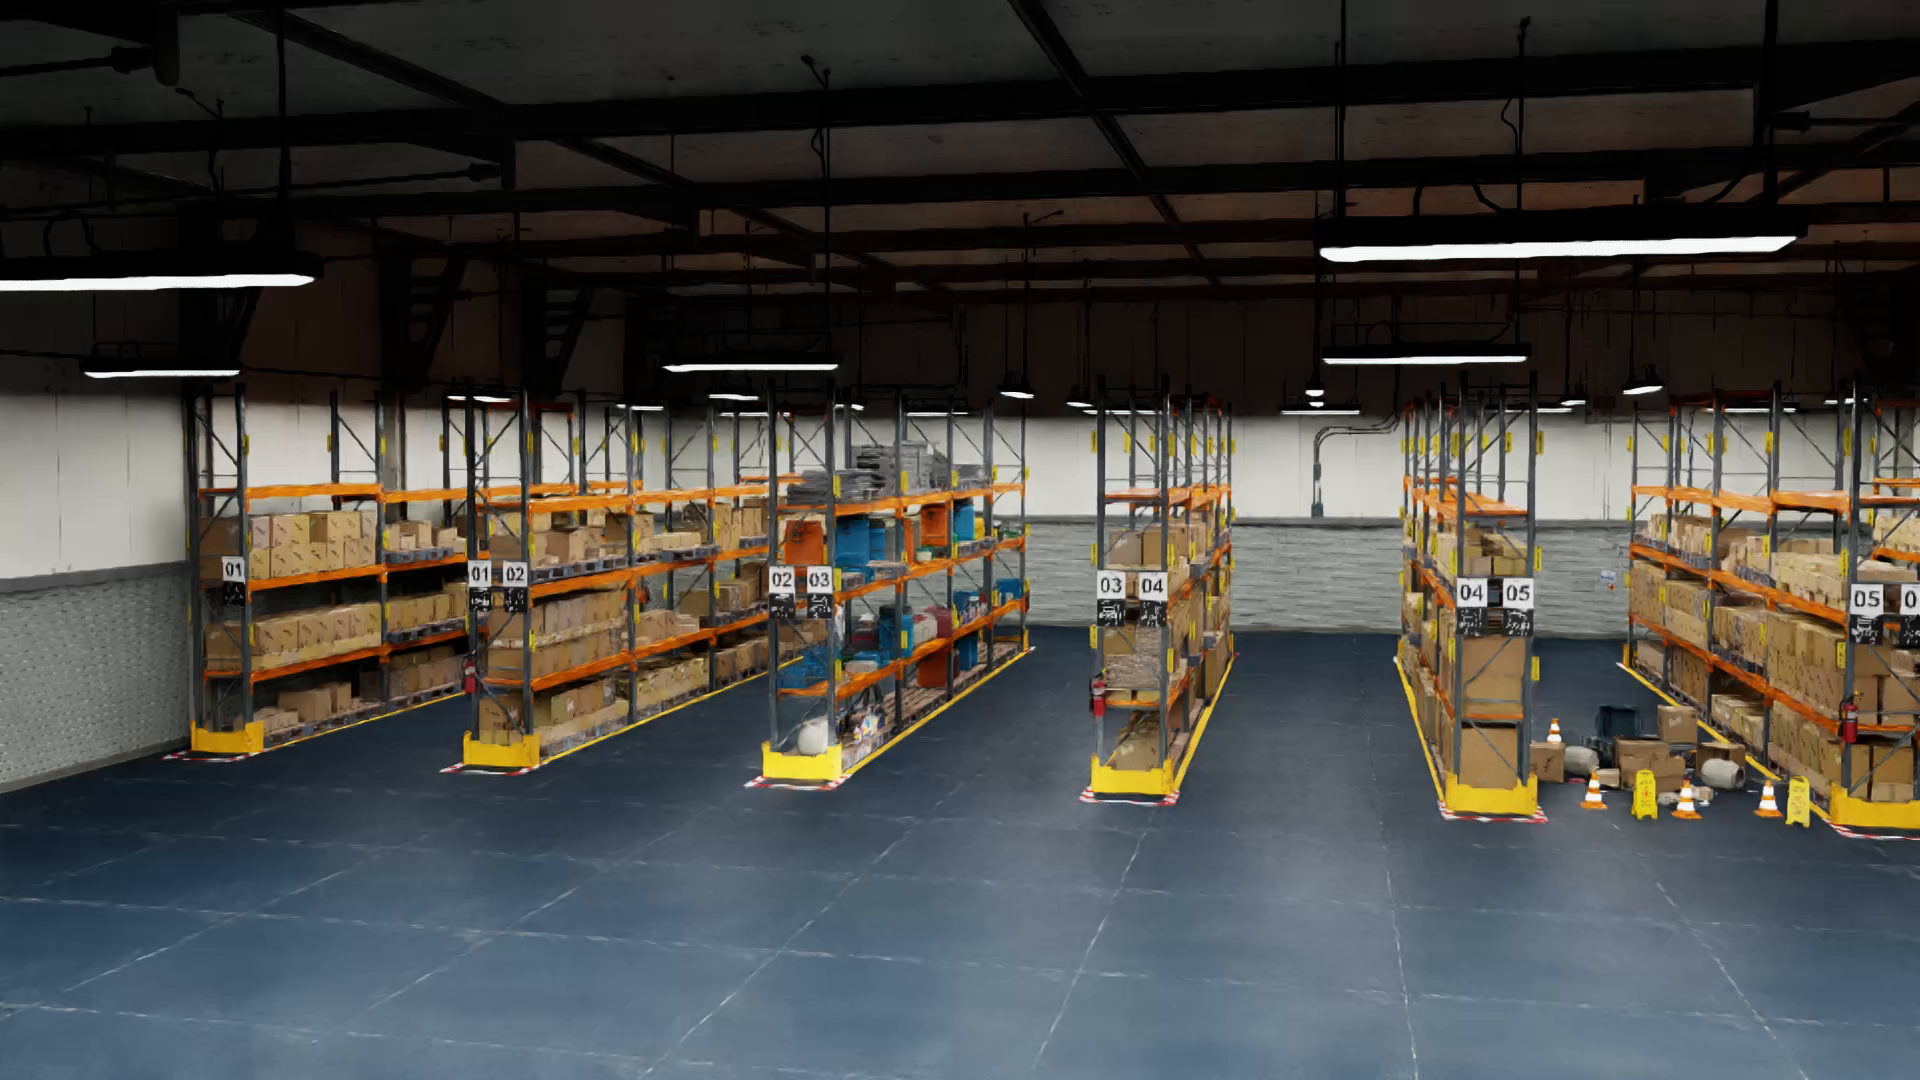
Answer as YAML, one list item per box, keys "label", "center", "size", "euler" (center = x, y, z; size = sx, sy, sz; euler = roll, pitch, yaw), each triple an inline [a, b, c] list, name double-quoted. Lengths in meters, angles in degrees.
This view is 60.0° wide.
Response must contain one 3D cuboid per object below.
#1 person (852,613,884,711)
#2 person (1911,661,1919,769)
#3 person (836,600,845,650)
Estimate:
- label: "person"
  center: [-1.661, 2.197, 29.865]
  size: [0.615, 1.767, 0.721]
  euler: [0, 3, -1]
- label: "person"
  center: [14.786, 2.693, 25.709]
  size: [0.468, 1.661, 0.497]
  euler: [3, 4, 43]
- label: "person"
  center: [-2.657, 2.051, 36.639]
  size: [0.364, 1.682, 0.572]
  euler: [-1, 3, -9]
